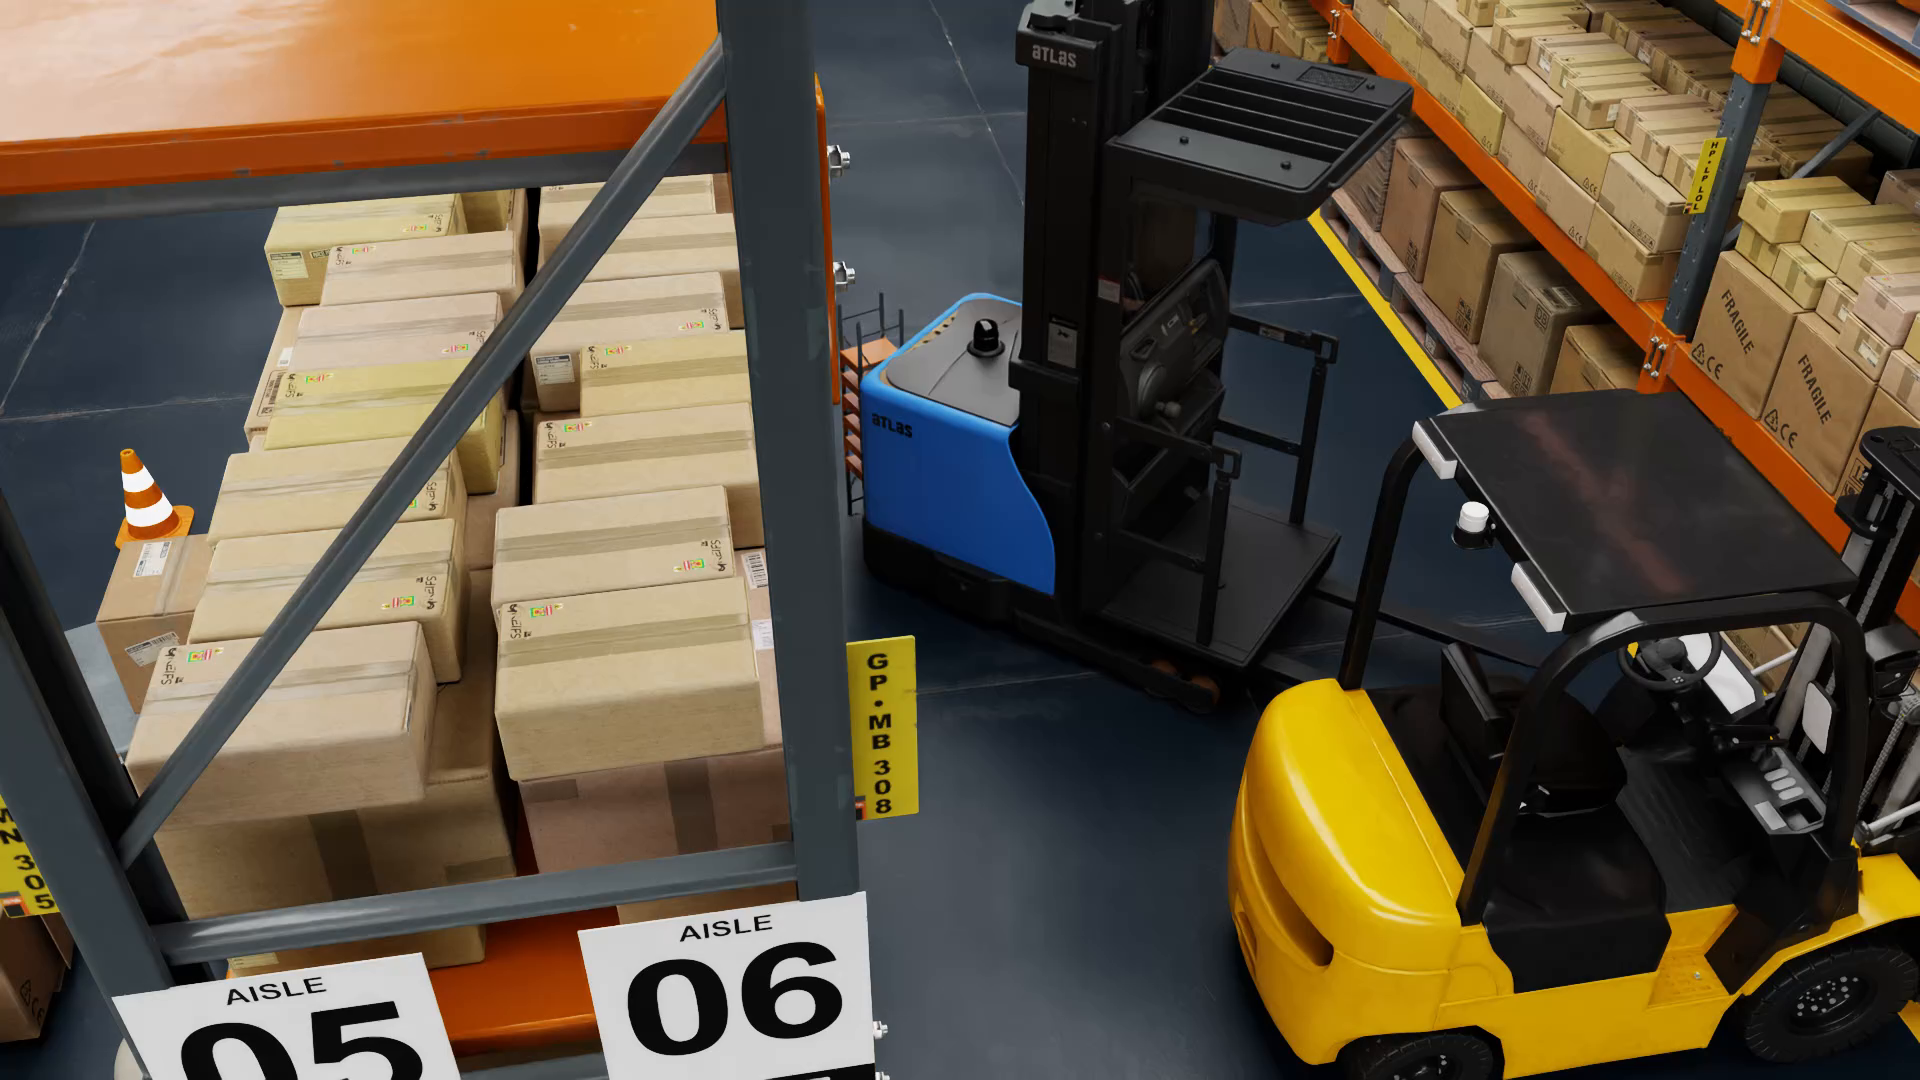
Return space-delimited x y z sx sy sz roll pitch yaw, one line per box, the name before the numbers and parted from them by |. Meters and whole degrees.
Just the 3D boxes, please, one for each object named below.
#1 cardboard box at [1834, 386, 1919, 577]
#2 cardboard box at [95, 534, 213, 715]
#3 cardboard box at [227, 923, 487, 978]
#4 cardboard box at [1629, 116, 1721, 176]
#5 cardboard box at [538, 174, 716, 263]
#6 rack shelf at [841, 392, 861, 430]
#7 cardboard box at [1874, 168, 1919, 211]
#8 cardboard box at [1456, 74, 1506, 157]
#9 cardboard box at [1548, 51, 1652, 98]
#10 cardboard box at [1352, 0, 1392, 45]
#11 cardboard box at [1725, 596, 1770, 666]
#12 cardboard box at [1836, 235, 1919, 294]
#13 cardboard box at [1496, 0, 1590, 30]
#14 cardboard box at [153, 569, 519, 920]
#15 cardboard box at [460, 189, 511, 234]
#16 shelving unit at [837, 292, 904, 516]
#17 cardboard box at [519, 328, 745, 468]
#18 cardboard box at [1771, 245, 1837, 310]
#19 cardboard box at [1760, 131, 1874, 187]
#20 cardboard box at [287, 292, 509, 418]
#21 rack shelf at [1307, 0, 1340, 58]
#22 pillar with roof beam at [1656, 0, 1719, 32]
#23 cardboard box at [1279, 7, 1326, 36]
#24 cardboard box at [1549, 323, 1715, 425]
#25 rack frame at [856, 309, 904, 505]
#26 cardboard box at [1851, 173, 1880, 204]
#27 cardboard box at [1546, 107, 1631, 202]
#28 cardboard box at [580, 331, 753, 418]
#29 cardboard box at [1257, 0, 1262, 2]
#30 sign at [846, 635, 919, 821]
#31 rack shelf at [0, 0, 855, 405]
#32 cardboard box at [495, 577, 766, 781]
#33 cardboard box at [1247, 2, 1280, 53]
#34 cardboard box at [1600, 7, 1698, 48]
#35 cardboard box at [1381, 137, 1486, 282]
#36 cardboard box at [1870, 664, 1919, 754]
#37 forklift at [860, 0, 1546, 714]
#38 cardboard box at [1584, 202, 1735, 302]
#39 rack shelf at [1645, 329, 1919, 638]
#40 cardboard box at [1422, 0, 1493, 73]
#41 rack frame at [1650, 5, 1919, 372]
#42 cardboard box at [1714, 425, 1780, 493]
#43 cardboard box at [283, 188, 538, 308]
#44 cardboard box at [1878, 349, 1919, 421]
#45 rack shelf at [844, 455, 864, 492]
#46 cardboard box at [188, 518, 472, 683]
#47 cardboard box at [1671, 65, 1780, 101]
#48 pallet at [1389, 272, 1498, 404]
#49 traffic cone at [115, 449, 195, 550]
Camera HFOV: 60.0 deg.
cardboard box | 3.562 -0.232 5.922 0.500 0.500 0.500 -7 38 -8
cardboard box | -3.090 0.326 6.705 0.500 0.500 0.500 -6 38 -8
cardboard box | -0.979 0.574 2.726 0.380 0.149 0.250 -6 38 -8
cardboard box | 3.202 -1.739 7.334 0.380 0.149 0.250 -7 38 -9
cardboard box | -0.739 -0.715 3.734 0.380 0.149 0.250 -5 38 -7
rack shelf | -0.408 -0.644 7.877 0.258 0.103 0.180 -21 42 -24
cardboard box | 3.897 -1.360 6.603 0.380 0.149 0.250 -6 38 -8
cardboard box | 2.949 -2.242 8.713 0.500 0.250 0.500 -5 38 -6
cardboard box | 3.050 -2.202 7.930 0.380 0.149 0.250 -7 38 -9
cardboard box | 2.679 -3.170 9.907 0.500 0.250 0.500 -6 38 -8
cardboard box | 3.415 0.245 6.881 0.500 0.250 0.500 -6 38 -8
cardboard box | 3.496 -0.995 6.133 0.380 0.149 0.250 -7 38 -9
cardboard box | 2.986 -2.670 8.531 0.380 0.149 0.250 -6 38 -8
cardboard box | -0.996 0.322 2.725 0.500 0.250 0.500 -7 38 -9
cardboard box | -1.255 -0.816 3.865 0.380 0.149 0.250 -6 38 -7
shelving unit | -0.408 -0.584 7.923 0.258 1.200 0.189 -21 42 -24
cardboard box | -0.661 -0.345 3.584 0.500 0.250 0.500 -5 38 -7
cardboard box | 3.387 -1.026 6.415 0.380 0.149 0.250 -5 38 -7
cardboard box | 3.693 -1.638 7.203 0.380 0.149 0.250 -7 38 -9
cardboard box | -1.091 -0.347 3.262 0.380 0.149 0.250 -6 38 -8
rack shelf | 2.492 -4.447 12.016 1.077 0.370 4.000 -6 38 -8
pillar with roof beam | -0.280 -4.739 6.915 9.100 9.000 0.400 -6 38 -8
cardboard box | 2.425 -3.555 11.447 0.380 0.149 0.250 -7 38 -9
cardboard box | 3.441 -0.649 8.134 0.875 0.625 0.625 -5 38 -6
rack frame | -0.361 -0.536 7.861 0.240 1.200 0.006 -21 42 -24
cardboard box | 3.707 -1.580 7.453 0.500 0.250 0.500 -7 38 -9
cardboard box | 3.108 -1.825 7.768 0.500 0.250 0.500 -7 38 -9
cardboard box | -0.516 -0.260 3.149 0.380 0.149 0.250 -6 38 -8
cardboard box | 2.301 -4.033 12.063 0.380 0.149 0.250 -8 39 -10
sign | -0.107 0.257 2.217 0.100 0.325 0.005 -6 38 -8
rack shelf | -0.992 -1.447 3.266 1.077 0.370 4.000 -6 38 -8
cardboard box | -0.503 0.208 2.547 0.380 0.149 0.250 -6 38 -8
cardboard box | 2.385 -3.554 11.974 0.500 0.500 0.500 -5 38 -6
cardboard box | 3.472 -2.564 8.395 0.380 0.149 0.250 -6 38 -8
cardboard box | 3.060 -1.979 9.846 0.875 0.625 0.625 -5 38 -6
cardboard box | 3.582 0.671 5.925 0.500 0.250 0.500 -7 38 -9
forklift | 1.063 -0.783 6.769 3.031 2.935 1.130 21 42 25
cardboard box | 3.198 -1.324 7.532 0.500 0.250 0.500 -5 38 -7
rack shelf | 3.894 0.385 5.796 1.077 0.370 4.000 -6 38 -8
cardboard box | 2.840 -2.747 8.955 0.500 0.250 0.500 -7 38 -9
rack frame | 3.544 -1.107 7.130 1.000 3.000 0.127 -6 38 -8
cardboard box | 3.319 -0.256 7.119 0.500 0.250 0.500 -7 38 -9
cardboard box | -1.270 -0.600 3.912 0.500 0.250 0.500 -6 38 -8
cardboard box | 3.475 -0.556 5.810 0.380 0.149 0.250 -7 38 -8
rack shelf | -0.408 -0.359 8.097 0.258 0.103 0.180 -21 42 -24
cardboard box | -0.999 0.112 2.670 0.380 0.149 0.250 -6 38 -7
cardboard box | 3.590 -2.109 7.809 0.380 0.149 0.250 -7 38 -8
pallet | 3.159 -1.185 9.504 1.003 0.211 1.213 -6 38 -8
traffic cone | -3.974 -0.235 8.076 0.336 0.463 0.334 -6 38 -8
